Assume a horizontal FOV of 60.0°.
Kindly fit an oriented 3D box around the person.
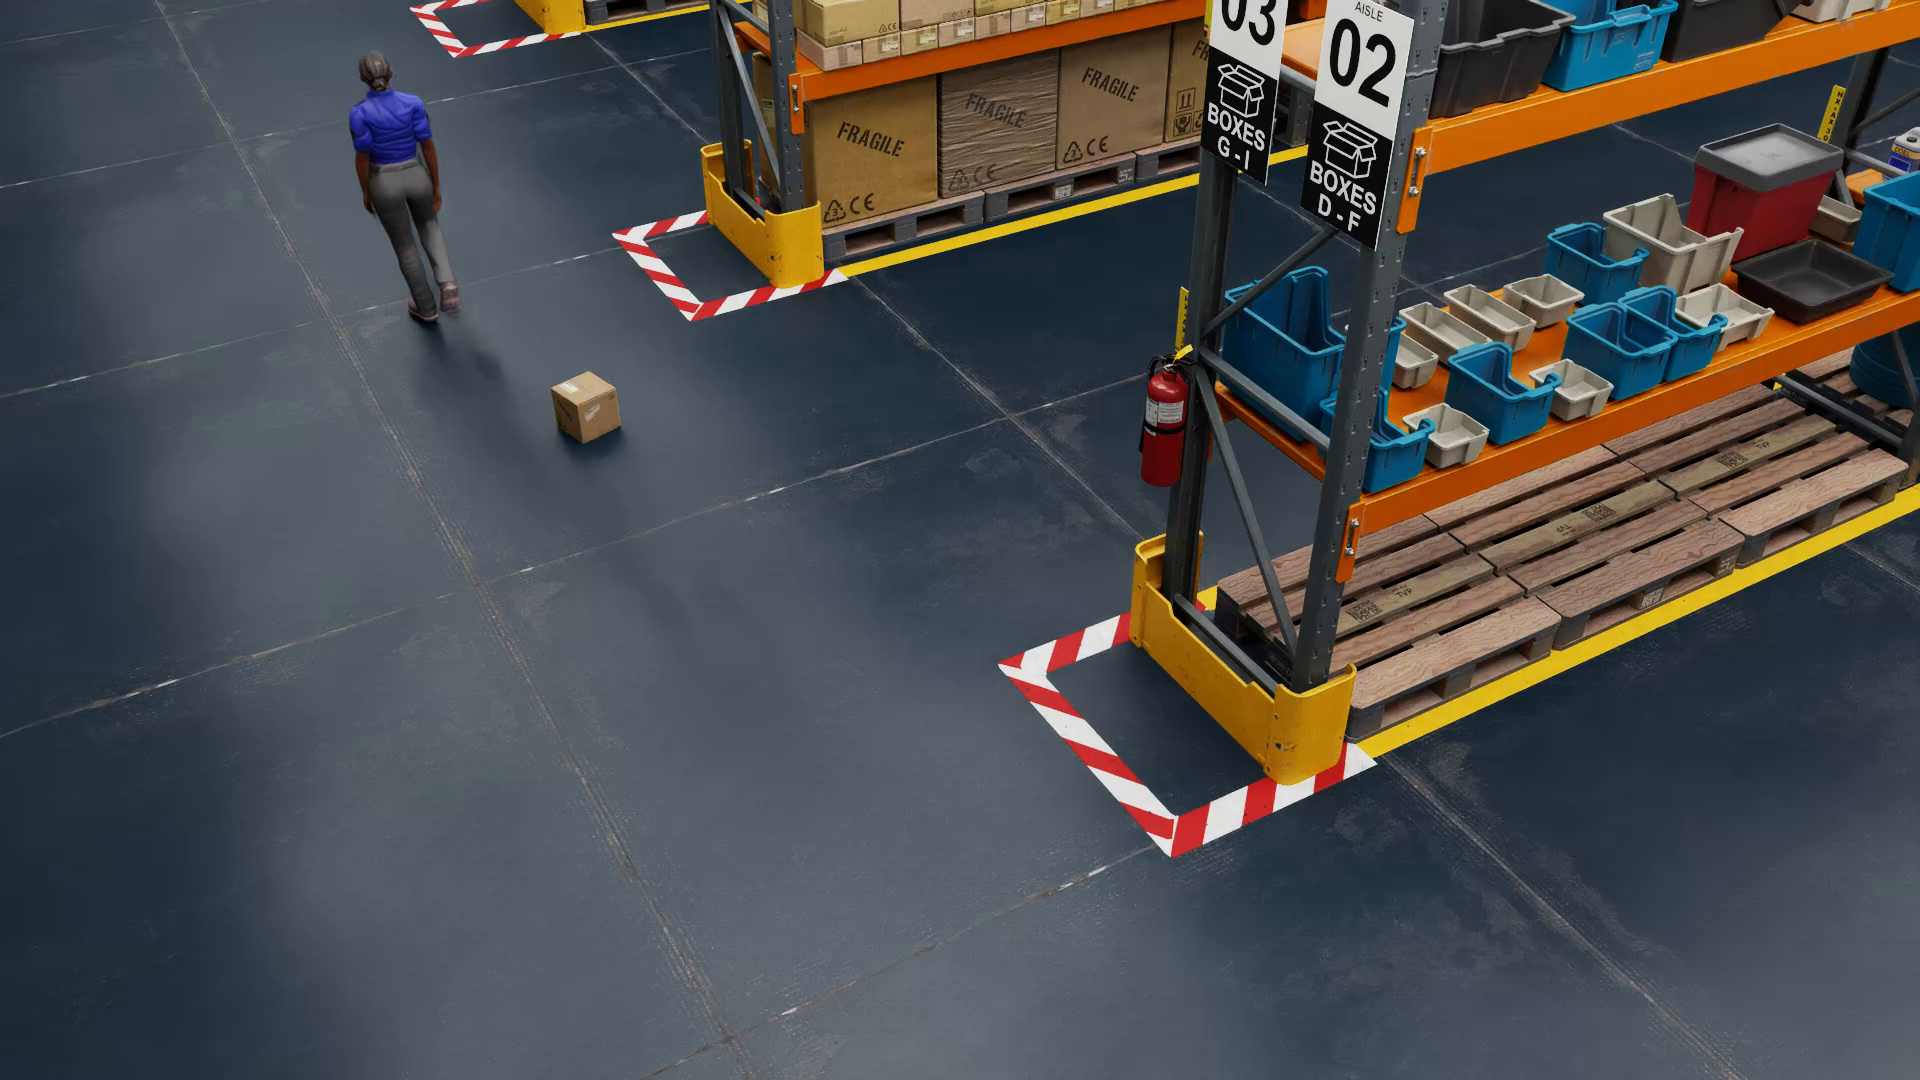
[{"bbox_3d":[-3.241,-2.041,9.614,0.440,1.663,0.430,-23,42,-27],"label":"person"}]
